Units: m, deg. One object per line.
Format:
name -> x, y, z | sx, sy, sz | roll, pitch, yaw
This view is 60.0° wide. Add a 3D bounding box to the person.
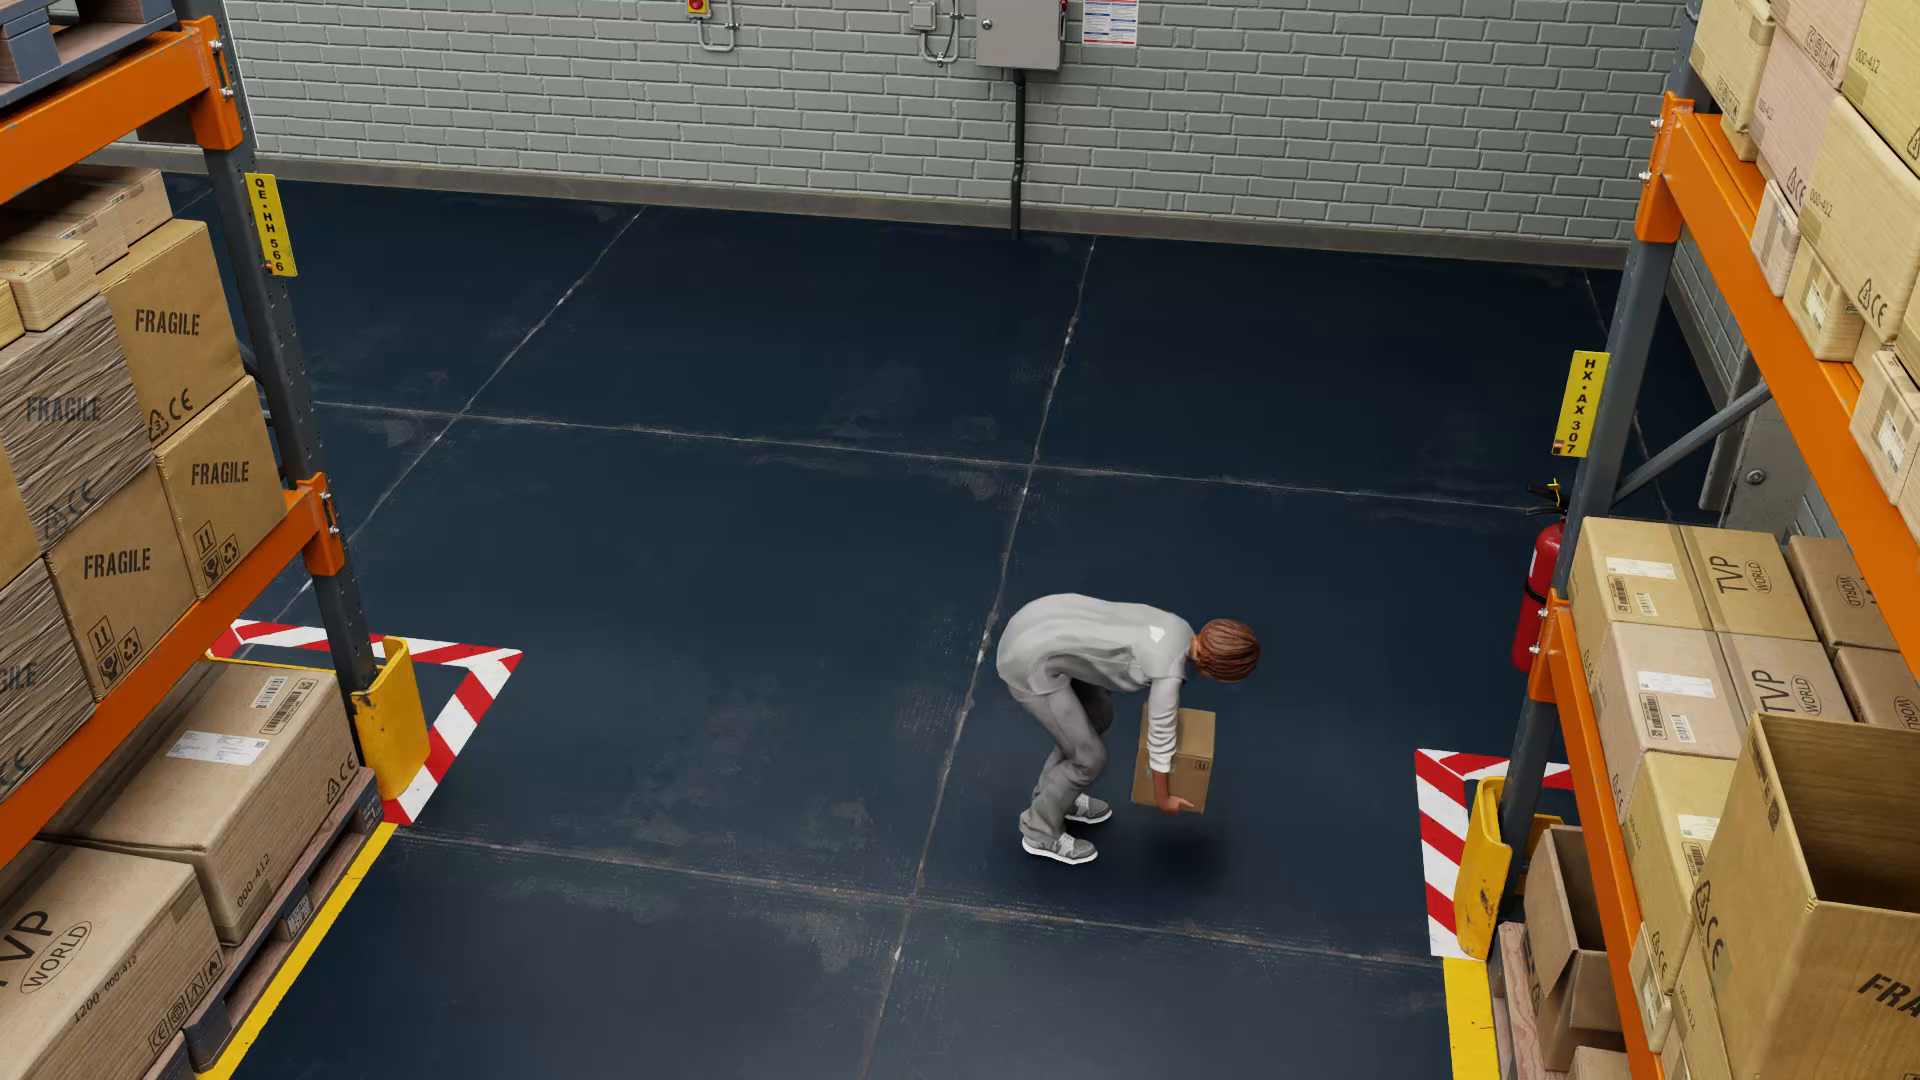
person -> 0.561, 0.659, 5.695 | 0.858, 0.983, 0.391 | 4, 33, 6
